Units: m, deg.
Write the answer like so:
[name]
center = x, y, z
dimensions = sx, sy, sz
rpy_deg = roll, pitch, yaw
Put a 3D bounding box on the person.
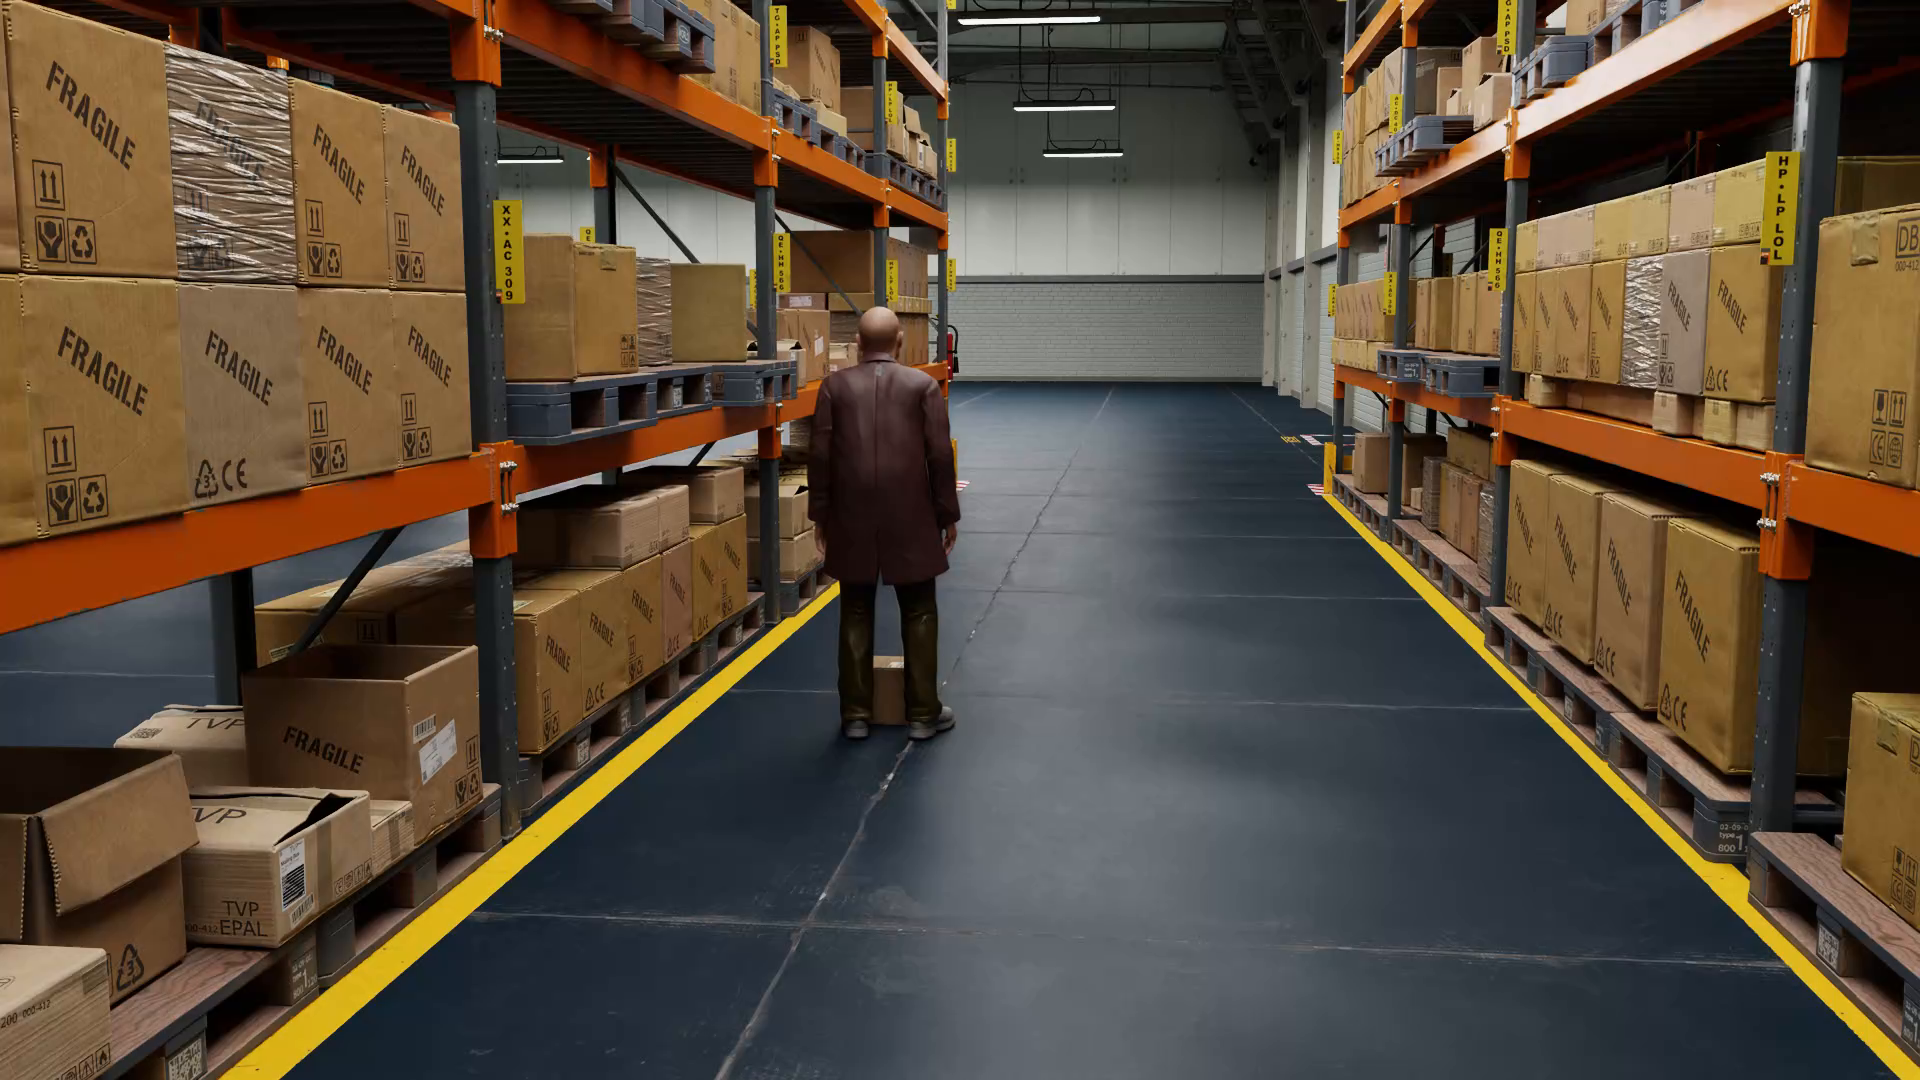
[person]
center = -0.316, -0.072, 6.893
dimensions = 0.644, 1.774, 0.427
rpy_deg = 1, 7, 7
